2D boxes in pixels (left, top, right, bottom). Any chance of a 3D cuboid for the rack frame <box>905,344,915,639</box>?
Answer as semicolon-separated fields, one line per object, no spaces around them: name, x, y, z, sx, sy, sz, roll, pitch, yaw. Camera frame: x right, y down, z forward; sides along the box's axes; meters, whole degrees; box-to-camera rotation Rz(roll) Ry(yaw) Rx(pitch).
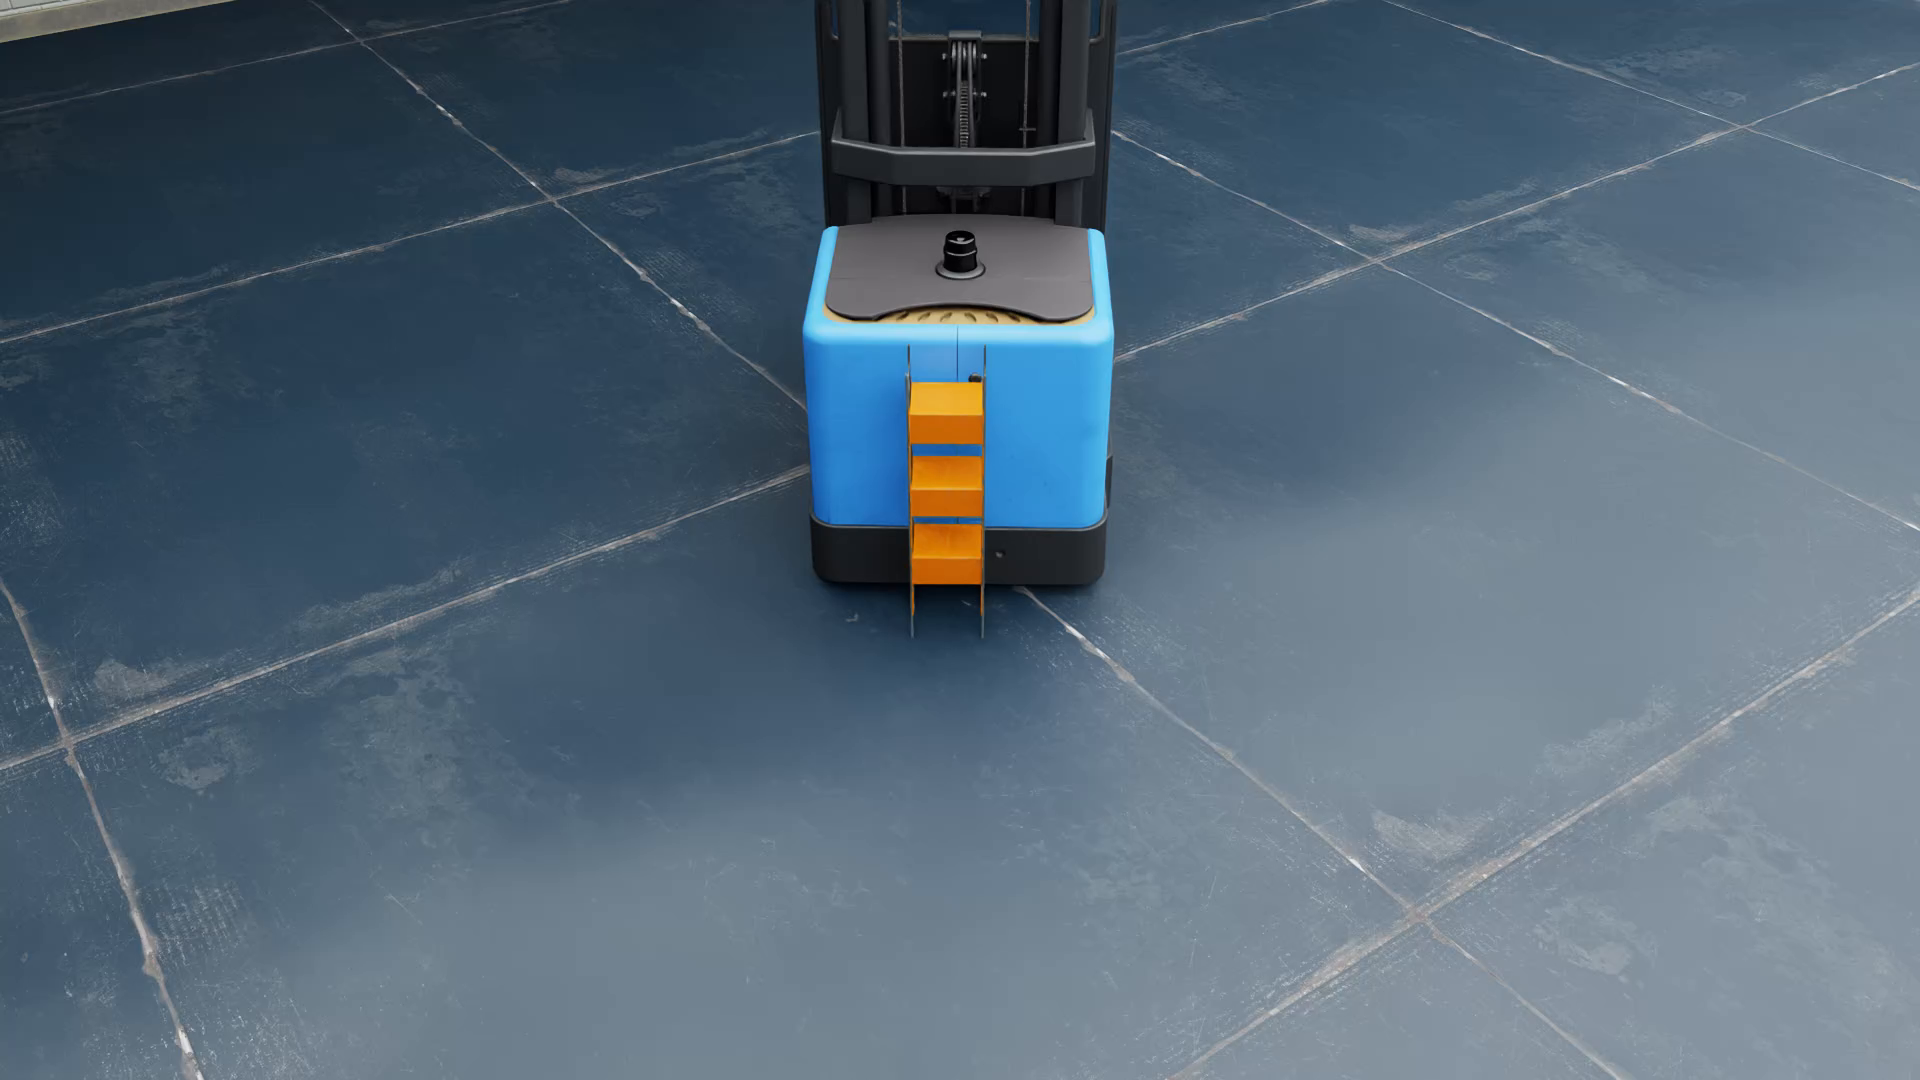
rack frame;-0.165;-0.142;5.549;0.008;1.050;0.200;0;36;0

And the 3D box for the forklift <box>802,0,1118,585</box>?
forklift;0.027;-1.860;6.325;1.130;2.935;3.031;1;36;1

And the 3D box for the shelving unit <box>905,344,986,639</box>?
shelving unit;-0.043;-0.142;5.548;0.252;1.050;0.215;0;36;0

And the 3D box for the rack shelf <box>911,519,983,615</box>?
rack shelf;-0.043;0.092;5.717;0.240;0.259;0.215;0;36;0

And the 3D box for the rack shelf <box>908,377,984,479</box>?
rack shelf;-0.043;-0.364;5.389;0.240;0.259;0.215;0;36;0

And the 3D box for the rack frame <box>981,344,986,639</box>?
rack frame;0.079;-0.141;5.547;0.008;1.050;0.200;0;36;0

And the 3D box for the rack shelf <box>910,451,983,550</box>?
rack shelf;-0.043;-0.133;5.554;0.240;0.259;0.215;0;36;0
